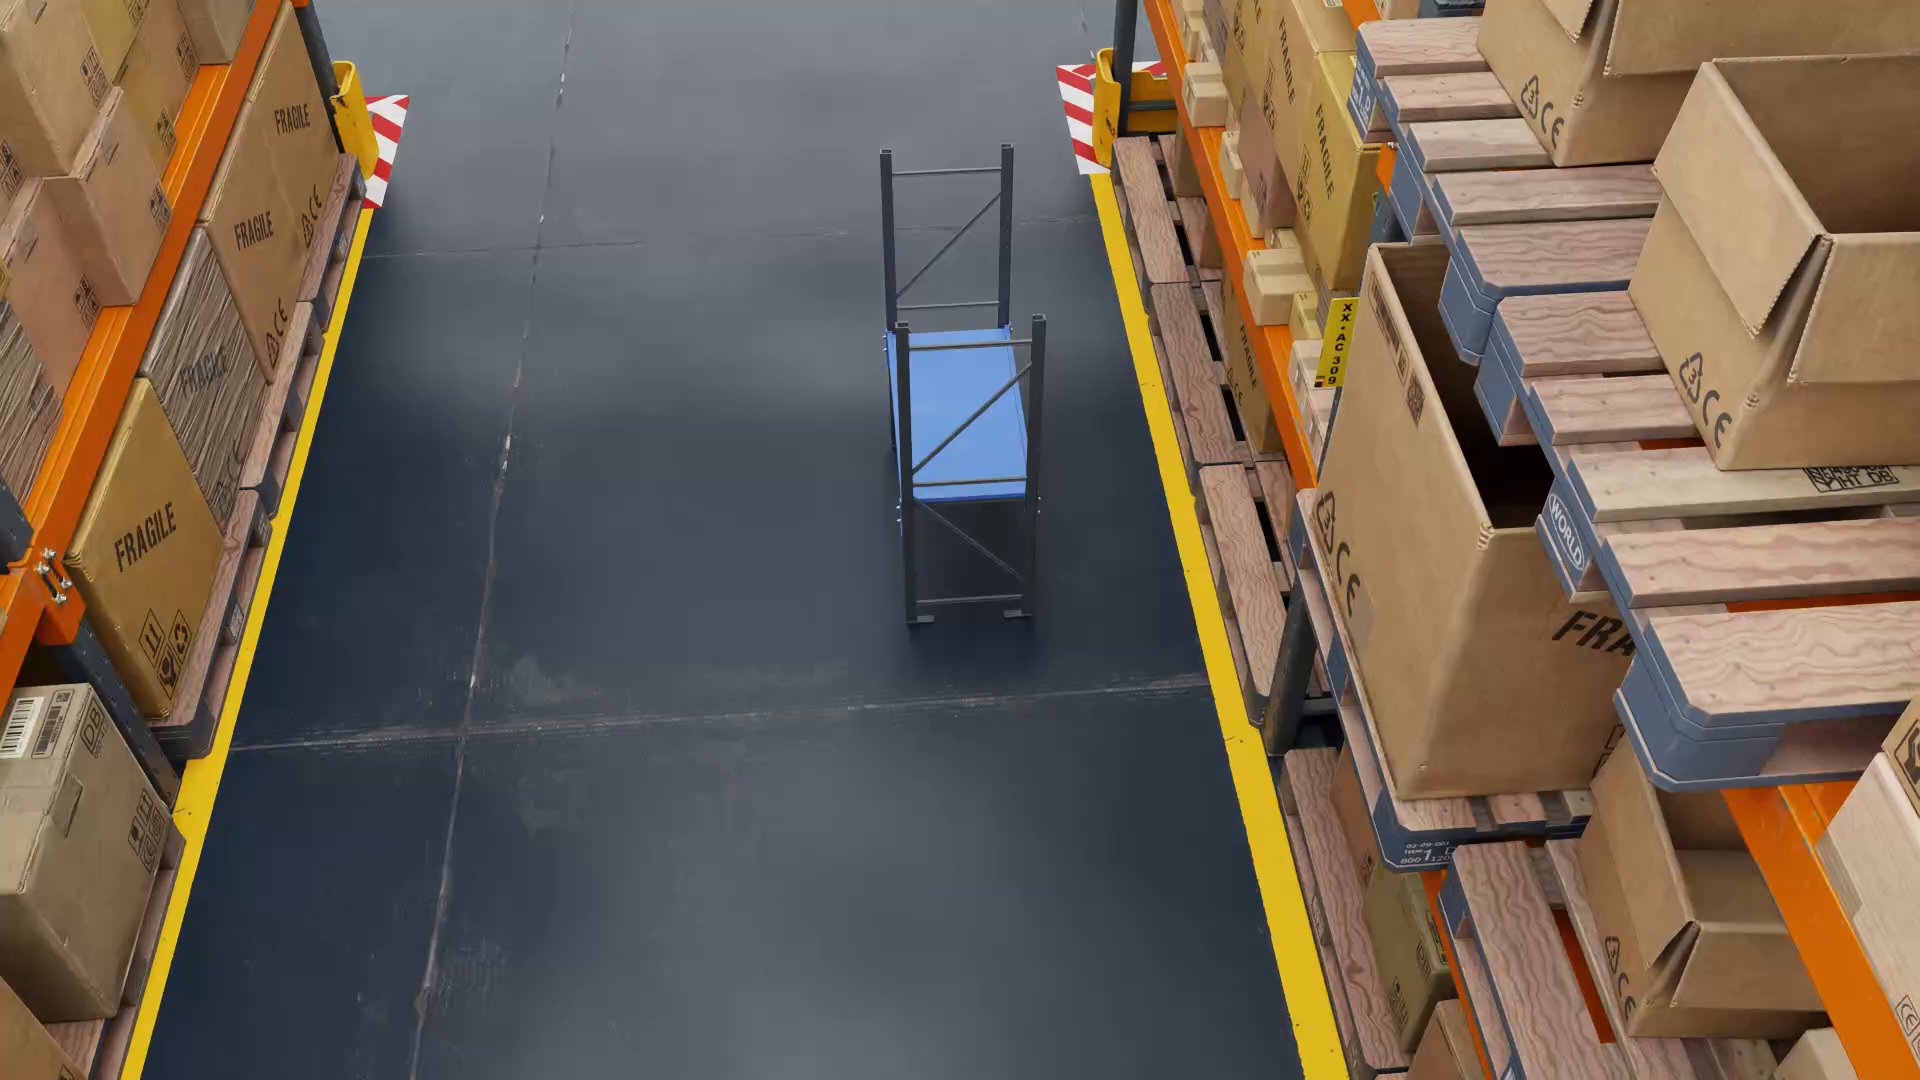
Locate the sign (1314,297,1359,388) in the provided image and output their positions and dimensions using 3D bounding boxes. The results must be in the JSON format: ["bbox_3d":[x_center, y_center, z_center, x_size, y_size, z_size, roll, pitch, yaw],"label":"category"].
[{"bbox_3d":[1.086,-0.562,4.757,0.100,0.325,0.005,-3,47,-3],"label":"sign"}]

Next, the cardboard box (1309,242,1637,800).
[{"bbox_3d":[1.553,-0.070,4.185,1.000,1.000,1.000,-3,47,-3],"label":"cardboard box"}]

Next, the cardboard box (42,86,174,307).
[{"bbox_3d":[-3.364,-1.187,5.841,0.875,0.550,0.550,-3,47,-3],"label":"cardboard box"}]

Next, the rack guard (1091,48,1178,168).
[{"bbox_3d":[1.298,-2.283,8.704,1.175,0.500,0.348,-3,47,-3],"label":"rack guard"}]

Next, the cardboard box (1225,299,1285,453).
[{"bbox_3d":[1.447,-0.738,6.952,0.500,0.500,0.500,-7,47,-7],"label":"cardboard box"}]

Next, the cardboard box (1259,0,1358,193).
[{"bbox_3d":[1.271,-1.454,5.235,0.500,0.500,0.500,-3,47,-3],"label":"cardboard box"}]

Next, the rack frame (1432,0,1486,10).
[{"bbox_3d":[1.626,-2.366,2.929,1.000,3.000,0.127,-3,47,-3],"label":"rack frame"}]

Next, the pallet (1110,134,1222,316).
[{"bbox_3d":[1.331,-1.593,8.250,1.003,0.211,1.213,-3,47,-3],"label":"pallet"}]

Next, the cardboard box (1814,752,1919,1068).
[{"bbox_3d":[1.583,0.560,2.327,0.500,0.250,0.500,-2,47,-2],"label":"cardboard box"}]

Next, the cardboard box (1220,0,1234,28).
[{"bbox_3d":[1.192,-2.178,5.921,0.500,0.500,0.500,-3,47,-3],"label":"cardboard box"}]

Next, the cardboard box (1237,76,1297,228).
[{"bbox_3d":[1.501,-1.489,5.957,0.875,0.500,0.500,-3,47,-3],"label":"cardboard box"}]

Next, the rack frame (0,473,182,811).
[{"bbox_3d":[-3.325,-0.075,4.891,1.000,3.000,0.127,-3,47,-3],"label":"rack frame"}]

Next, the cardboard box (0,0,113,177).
[{"bbox_3d":[-3.391,-1.557,5.448,0.875,0.550,0.550,-3,47,-3],"label":"cardboard box"}]

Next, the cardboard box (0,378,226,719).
[{"bbox_3d":[-3.307,0.052,5.945,0.875,0.875,0.875,-3,47,-3],"label":"cardboard box"}]

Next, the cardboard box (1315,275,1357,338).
[{"bbox_3d":[1.650,-0.769,5.275,0.875,0.500,0.500,-3,47,-3],"label":"cardboard box"}]

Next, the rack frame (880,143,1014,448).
[{"bbox_3d":[-0.050,-0.945,6.749,0.500,1.500,0.032,-3,47,-3],"label":"rack frame"}]

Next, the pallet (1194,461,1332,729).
[{"bbox_3d":[1.535,0.172,6.578,1.003,0.211,1.213,-3,47,-3],"label":"pallet"}]

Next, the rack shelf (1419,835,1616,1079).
[{"bbox_3d":[1.794,1.391,3.998,1.077,0.370,4.000,-3,47,-3],"label":"rack shelf"}]

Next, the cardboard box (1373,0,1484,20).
[{"bbox_3d":[1.328,-1.597,4.370,0.500,0.250,0.500,-2,47,-2],"label":"cardboard box"}]

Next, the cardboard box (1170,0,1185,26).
[{"bbox_3d":[1.127,-2.347,7.216,0.380,0.149,0.250,-3,47,-3],"label":"cardboard box"}]

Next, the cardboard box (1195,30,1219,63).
[{"bbox_3d":[1.189,-1.986,6.875,0.380,0.149,0.250,-3,47,-3],"label":"cardboard box"}]

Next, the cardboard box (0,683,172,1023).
[{"bbox_3d":[-3.183,0.998,5.136,1.050,0.750,0.750,-4,47,-3],"label":"cardboard box"}]

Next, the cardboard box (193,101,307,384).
[{"bbox_3d":[-3.461,-1.259,7.188,0.875,0.875,0.875,-4,47,-4],"label":"cardboard box"}]

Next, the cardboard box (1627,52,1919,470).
[{"bbox_3d":[1.647,-0.487,2.855,0.797,0.503,0.637,-2,47,-2],"label":"cardboard box"}]

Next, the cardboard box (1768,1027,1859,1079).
[{"bbox_3d":[2.050,1.272,3.430,0.500,0.250,0.500,-5,47,-4],"label":"cardboard box"}]

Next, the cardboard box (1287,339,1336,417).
[{"bbox_3d":[1.304,-0.536,5.501,0.380,0.149,0.250,-3,47,-3],"label":"cardboard box"}]

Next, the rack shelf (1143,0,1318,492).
[{"bbox_3d":[1.459,-1.503,6.739,1.077,0.370,4.000,-3,47,-3],"label":"rack shelf"}]

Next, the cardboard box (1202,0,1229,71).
[{"bbox_3d":[1.471,-2.215,6.645,0.875,0.500,0.500,-3,47,-3],"label":"cardboard box"}]

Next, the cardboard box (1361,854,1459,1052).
[{"bbox_3d":[1.678,1.197,5.106,0.700,0.500,0.500,-4,47,-4],"label":"cardboard box"}]

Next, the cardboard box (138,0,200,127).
[{"bbox_3d":[-3.594,-1.945,6.560,0.875,0.550,0.550,-3,47,-3],"label":"cardboard box"}]

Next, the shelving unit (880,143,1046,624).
[{"bbox_3d":[-0.007,-0.577,6.400,0.538,1.500,1.048,-3,47,-3],"label":"shelving unit"}]

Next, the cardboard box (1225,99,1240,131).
[{"bbox_3d":[1.260,-1.626,6.534,0.380,0.149,0.250,-3,47,-3],"label":"cardboard box"}]

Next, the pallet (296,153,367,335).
[{"bbox_3d":[-3.515,-1.436,8.101,1.003,0.211,1.213,-3,47,-3],"label":"pallet"}]

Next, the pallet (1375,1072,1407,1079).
[{"bbox_3d":[1.798,2.104,4.749,1.003,0.211,1.213,-3,47,-3],"label":"pallet"}]

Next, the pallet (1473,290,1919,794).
[{"bbox_3d":[1.662,-0.067,2.947,1.213,0.211,1.003,-3,47,-3],"label":"pallet"}]

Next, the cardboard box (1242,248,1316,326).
[{"bbox_3d":[1.211,-0.894,5.841,0.380,0.149,0.250,-3,47,-3],"label":"cardboard box"}]

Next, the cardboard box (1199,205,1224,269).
[{"bbox_3d":[1.411,-1.599,7.767,0.500,0.500,0.500,8,47,7],"label":"cardboard box"}]

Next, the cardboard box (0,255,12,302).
[{"bbox_3d":[-3.321,-0.767,4.700,0.875,0.550,0.550,-3,47,-3],"label":"cardboard box"}]

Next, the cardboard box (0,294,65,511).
[{"bbox_3d":[-3.367,-0.393,5.089,0.875,0.550,0.550,-3,47,-3],"label":"cardboard box"}]

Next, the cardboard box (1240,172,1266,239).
[{"bbox_3d":[1.260,-1.262,6.189,0.380,0.149,0.250,-3,47,-3],"label":"cardboard box"}]

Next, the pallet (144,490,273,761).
[{"bbox_3d":[-3.310,0.329,6.429,1.003,0.211,1.213,-3,47,-3],"label":"pallet"}]

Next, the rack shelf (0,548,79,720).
[{"bbox_3d":[-3.157,1.620,3.782,1.077,0.370,4.000,-3,47,-3],"label":"rack shelf"}]

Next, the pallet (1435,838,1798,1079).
[{"bbox_3d":[1.755,1.227,3.790,1.003,0.211,1.213,-3,47,-3],"label":"pallet"}]
